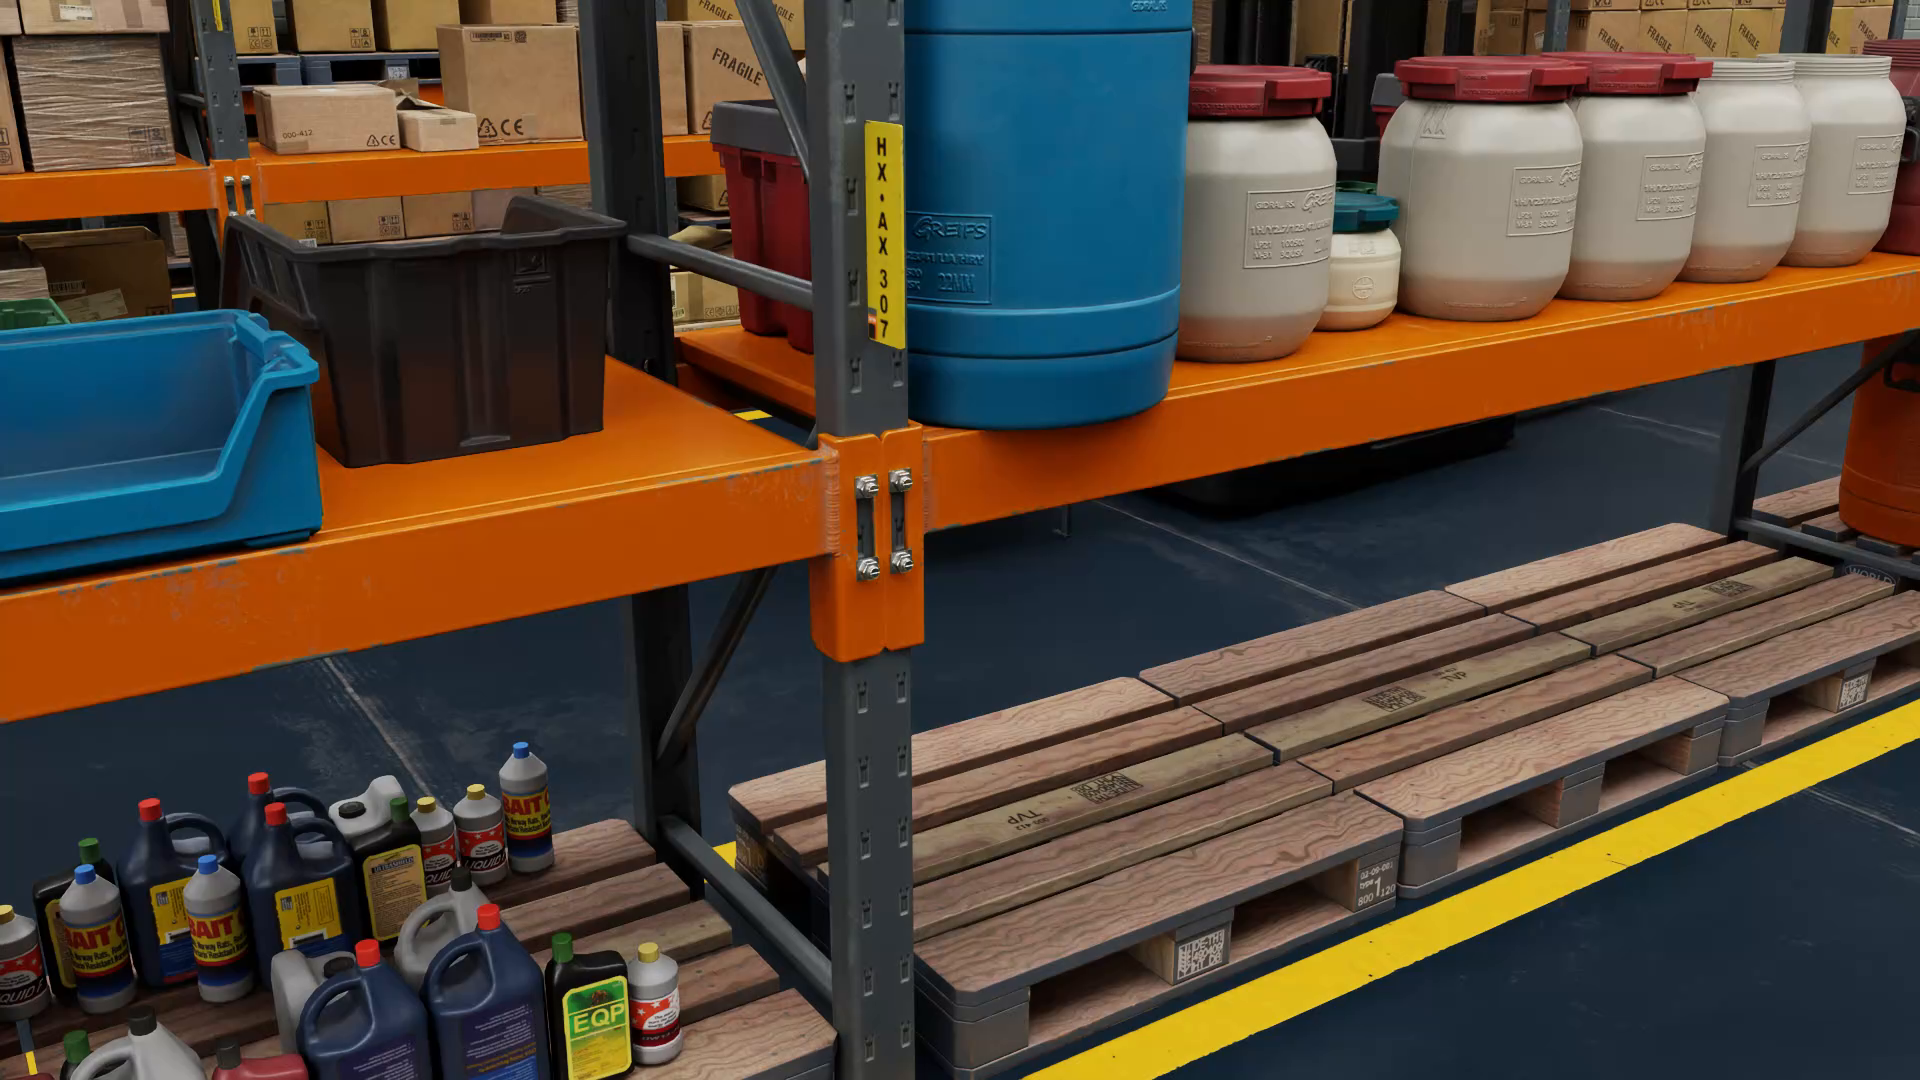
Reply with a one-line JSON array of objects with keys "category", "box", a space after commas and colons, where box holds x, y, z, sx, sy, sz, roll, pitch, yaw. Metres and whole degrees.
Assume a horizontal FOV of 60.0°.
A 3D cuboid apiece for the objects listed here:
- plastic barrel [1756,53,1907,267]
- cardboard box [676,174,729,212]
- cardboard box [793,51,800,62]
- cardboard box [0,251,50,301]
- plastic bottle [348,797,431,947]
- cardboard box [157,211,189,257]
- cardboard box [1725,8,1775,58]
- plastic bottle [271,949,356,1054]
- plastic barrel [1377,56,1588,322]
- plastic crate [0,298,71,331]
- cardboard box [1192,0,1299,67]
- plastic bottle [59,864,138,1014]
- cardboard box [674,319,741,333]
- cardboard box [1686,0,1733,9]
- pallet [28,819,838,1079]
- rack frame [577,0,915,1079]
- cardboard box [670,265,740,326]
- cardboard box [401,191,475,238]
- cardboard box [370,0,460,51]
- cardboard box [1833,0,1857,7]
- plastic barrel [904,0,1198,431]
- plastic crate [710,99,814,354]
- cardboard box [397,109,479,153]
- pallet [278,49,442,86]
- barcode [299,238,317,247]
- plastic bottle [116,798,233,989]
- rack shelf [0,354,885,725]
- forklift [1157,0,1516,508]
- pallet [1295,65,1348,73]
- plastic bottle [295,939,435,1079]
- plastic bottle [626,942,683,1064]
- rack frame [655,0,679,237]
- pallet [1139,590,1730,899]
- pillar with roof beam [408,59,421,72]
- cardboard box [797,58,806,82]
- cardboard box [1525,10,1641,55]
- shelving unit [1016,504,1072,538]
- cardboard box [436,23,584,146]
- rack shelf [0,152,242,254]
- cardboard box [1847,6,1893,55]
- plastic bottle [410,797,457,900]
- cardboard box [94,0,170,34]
[{"category": "plastic barrel", "box": [2.195, -0.988, 4.308, 0.421, 0.512, 0.421, 0, 19, 0]}, {"category": "cardboard box", "box": [-1.826, -3.098, 13.426, 0.750, 0.750, 0.750, -12, 22, -32]}, {"category": "cardboard box", "box": [-1.484, -3.853, 13.319, 0.250, 0.149, 0.380, -12, 22, -32]}, {"category": "cardboard box", "box": [-3.817, -0.821, 6.455, 0.500, 0.500, 0.500, -12, 22, -31]}, {"category": "plastic bottle", "box": [-1.107, 0.641, 3.218, 0.133, 0.283, 0.061, -12, 22, -31]}, {"category": "cardboard box", "box": [-5.247, -2.277, 11.512, 0.500, 0.500, 0.700, -11, 22, -30]}, {"category": "cardboard box", "box": [5.400, -3.536, 11.864, 0.500, 0.500, 0.500, -12, 22, -32]}, {"category": "plastic bottle", "box": [-1.046, 0.803, 2.753, 0.135, 0.276, 0.152, -12, 22, -31]}, {"category": "plastic barrel", "box": [1.128, -0.772, 3.632, 0.433, 0.535, 0.433, 0, 19, 0]}, {"category": "plastic crate", "box": [-1.693, -0.205, 2.497, 0.662, 0.188, 0.450, -12, 22, -31]}, {"category": "cardboard box", "box": [1.548, -2.996, 9.611, 0.500, 0.500, 0.700, -8, 20, -21]}, {"category": "plastic bottle", "box": [-1.567, 0.716, 3.017, 0.097, 0.271, 0.097, 0, 19, 0]}, {"category": "cardboard box", "box": [-1.368, -0.966, 8.057, 0.500, 0.250, 0.500, -11, 22, -30]}, {"category": "cardboard box", "box": [4.964, -3.913, 11.419, 0.500, 0.500, 0.500, -13, 22, -33]}, {"category": "pallet", "box": [-0.988, 0.960, 3.077, 1.213, 0.211, 1.003, -12, 22, -31]}, {"category": "rack frame", "box": [-0.404, -0.469, 2.947, 0.127, 3.000, 1.000, -12, 22, -31]}, {"category": "cardboard box", "box": [-1.360, -1.233, 7.972, 0.500, 0.311, 0.500, -11, 22, -30]}, {"category": "cardboard box", "box": [-3.979, -2.552, 12.325, 0.500, 0.500, 0.700, -12, 22, -32]}, {"category": "cardboard box", "box": [-3.928, -3.768, 11.863, 0.500, 0.500, 0.700, -12, 22, -31]}, {"category": "cardboard box", "box": [6.255, -4.188, 12.231, 0.500, 0.500, 0.500, -11, 22, -30]}, {"category": "plastic barrel", "box": [0.085, -0.693, 2.828, 0.708, 0.901, 0.600, -12, 22, -31]}, {"category": "plastic crate", "box": [-0.168, -0.666, 3.431, 0.583, 0.464, 0.402, -12, 22, -31]}, {"category": "cardboard box", "box": [-2.273, -1.776, 7.208, 0.250, 0.149, 0.380, -12, 22, -31]}, {"category": "pallet", "box": [-4.143, -3.372, 11.836, 1.213, 0.211, 1.003, -12, 22, -31]}, {"category": "barcode", "box": [-2.683, -1.207, 6.848, 0.075, 0.075, 0.001, -12, 22, -31]}, {"category": "plastic bottle", "box": [-1.464, 0.642, 3.110, 0.185, 0.351, 0.144, -13, 23, -34]}, {"category": "rack shelf", "box": [-2.075, 0.225, 2.020, 4.000, 0.370, 1.077, -12, 22, -31]}, {"category": "forklift", "box": [1.864, -1.875, 7.215, 3.031, 2.935, 1.130, -14, 23, -36]}, {"category": "pallet", "box": [1.837, -2.752, 10.000, 1.213, 0.211, 1.003, -12, 22, -31]}, {"category": "plastic bottle", "box": [-0.944, 0.802, 2.637, 0.185, 0.351, 0.144, -13, 23, -34]}, {"category": "plastic bottle", "box": [-0.536, 0.796, 2.889, 0.097, 0.201, 0.097, 0, 19, 0]}, {"category": "rack frame", "box": [-2.512, -3.823, 12.869, 0.127, 3.000, 1.000, -12, 22, -31]}, {"category": "pallet", "box": [1.250, 0.488, 4.473, 1.213, 0.211, 1.003, -12, 22, -31]}, {"category": "pillar with roof beam", "box": [-1.706, -5.516, 8.510, 0.400, 9.000, 9.100, -12, 22, -31]}, {"category": "cardboard box", "box": [-0.638, -2.351, 8.654, 0.500, 0.311, 0.500, -12, 22, -32]}, {"category": "cardboard box", "box": [4.131, -3.267, 11.070, 0.500, 0.500, 0.500, -11, 22, -30]}, {"category": "shelving unit", "box": [-0.006, -0.709, 6.001, 0.755, 1.500, 0.431, -12, 22, -31]}, {"category": "cardboard box", "box": [-2.035, -2.065, 7.514, 0.500, 0.500, 0.500, -10, 21, -28]}, {"category": "rack shelf", "box": [-4.796, -1.101, 5.941, 4.000, 0.370, 1.077, -12, 22, -31]}, {"category": "cardboard box", "box": [6.672, -3.803, 12.655, 0.500, 0.500, 0.500, -11, 22, -30]}, {"category": "plastic bottle", "box": [-1.081, 0.623, 3.400, 0.097, 0.201, 0.097, 0, 19, 0]}, {"category": "cardboard box", "box": [-3.235, -2.044, 6.437, 0.250, 0.149, 0.380, -12, 22, -31]}]
